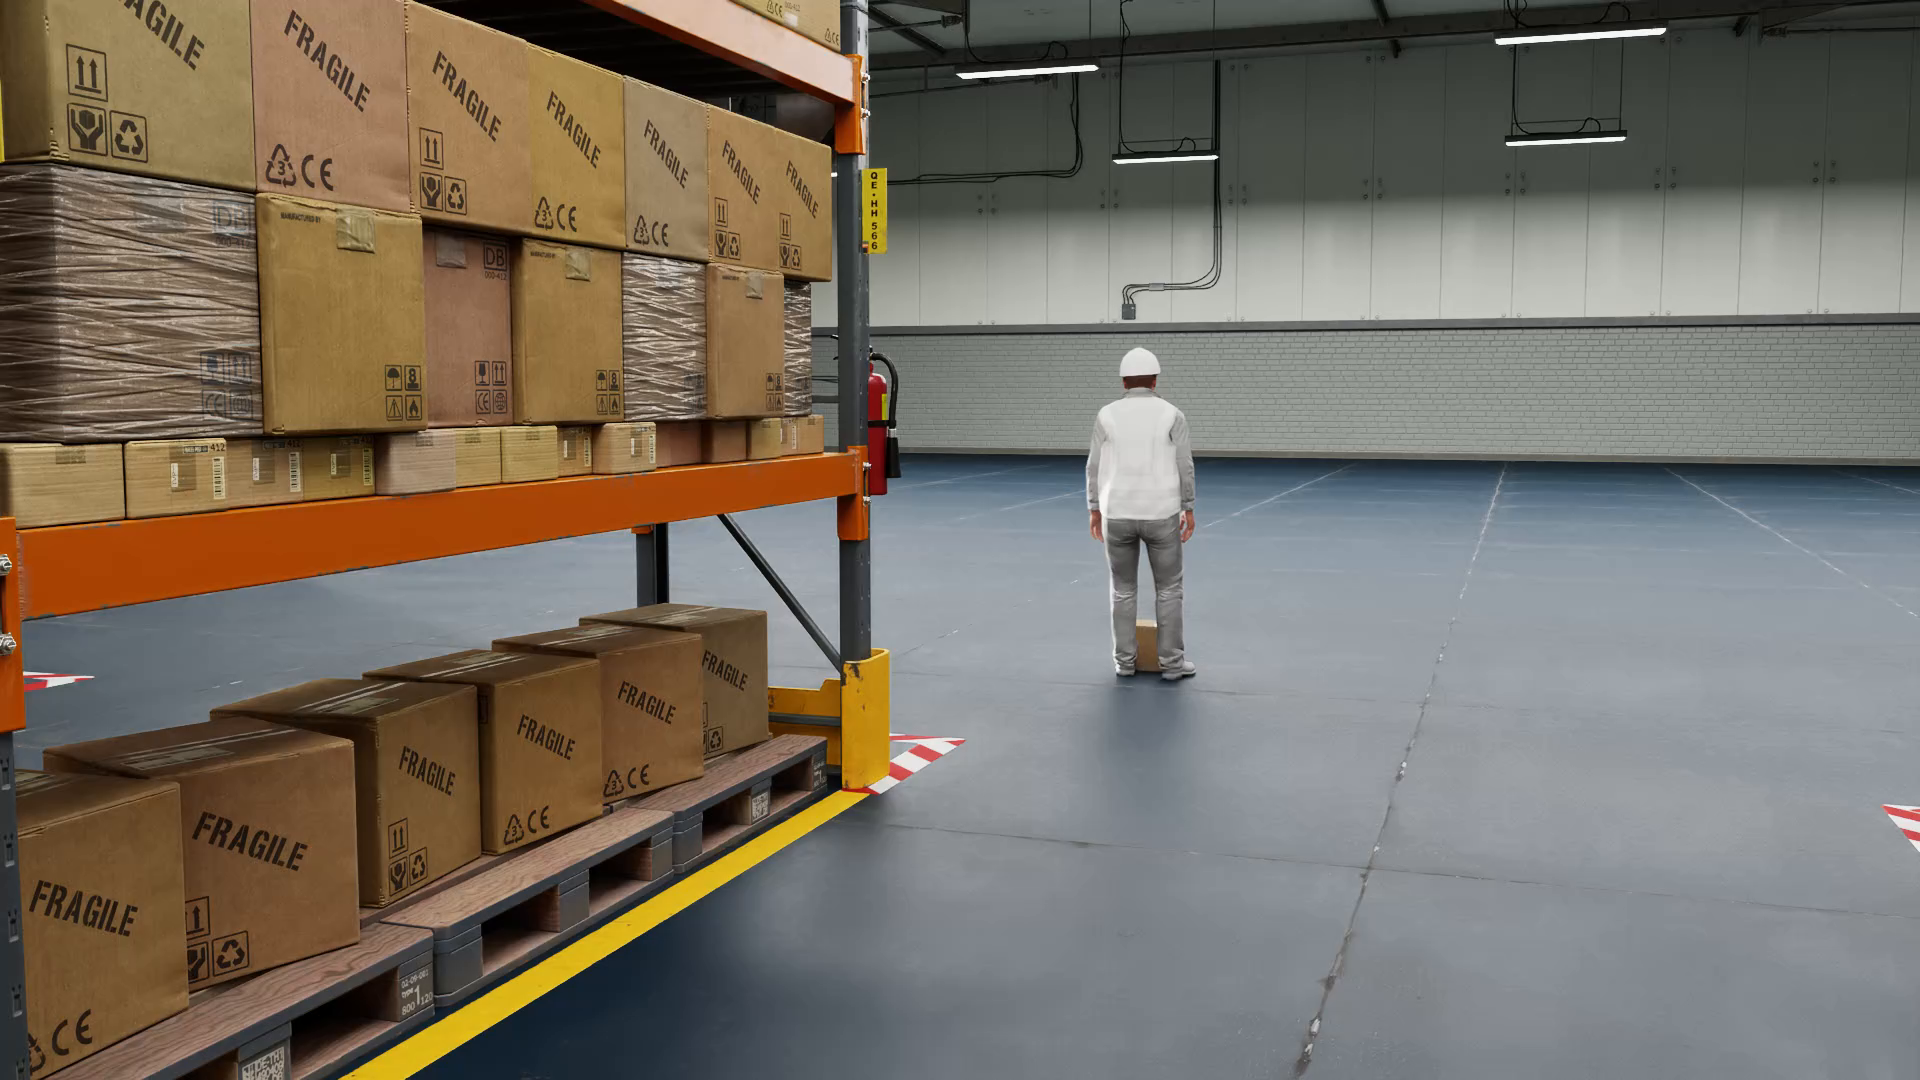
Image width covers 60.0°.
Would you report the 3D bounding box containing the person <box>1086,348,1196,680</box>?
[{"bbox_3d":[0.978,-0.147,8.967,0.593,1.771,0.475,1,5,15],"label":"person"}]
